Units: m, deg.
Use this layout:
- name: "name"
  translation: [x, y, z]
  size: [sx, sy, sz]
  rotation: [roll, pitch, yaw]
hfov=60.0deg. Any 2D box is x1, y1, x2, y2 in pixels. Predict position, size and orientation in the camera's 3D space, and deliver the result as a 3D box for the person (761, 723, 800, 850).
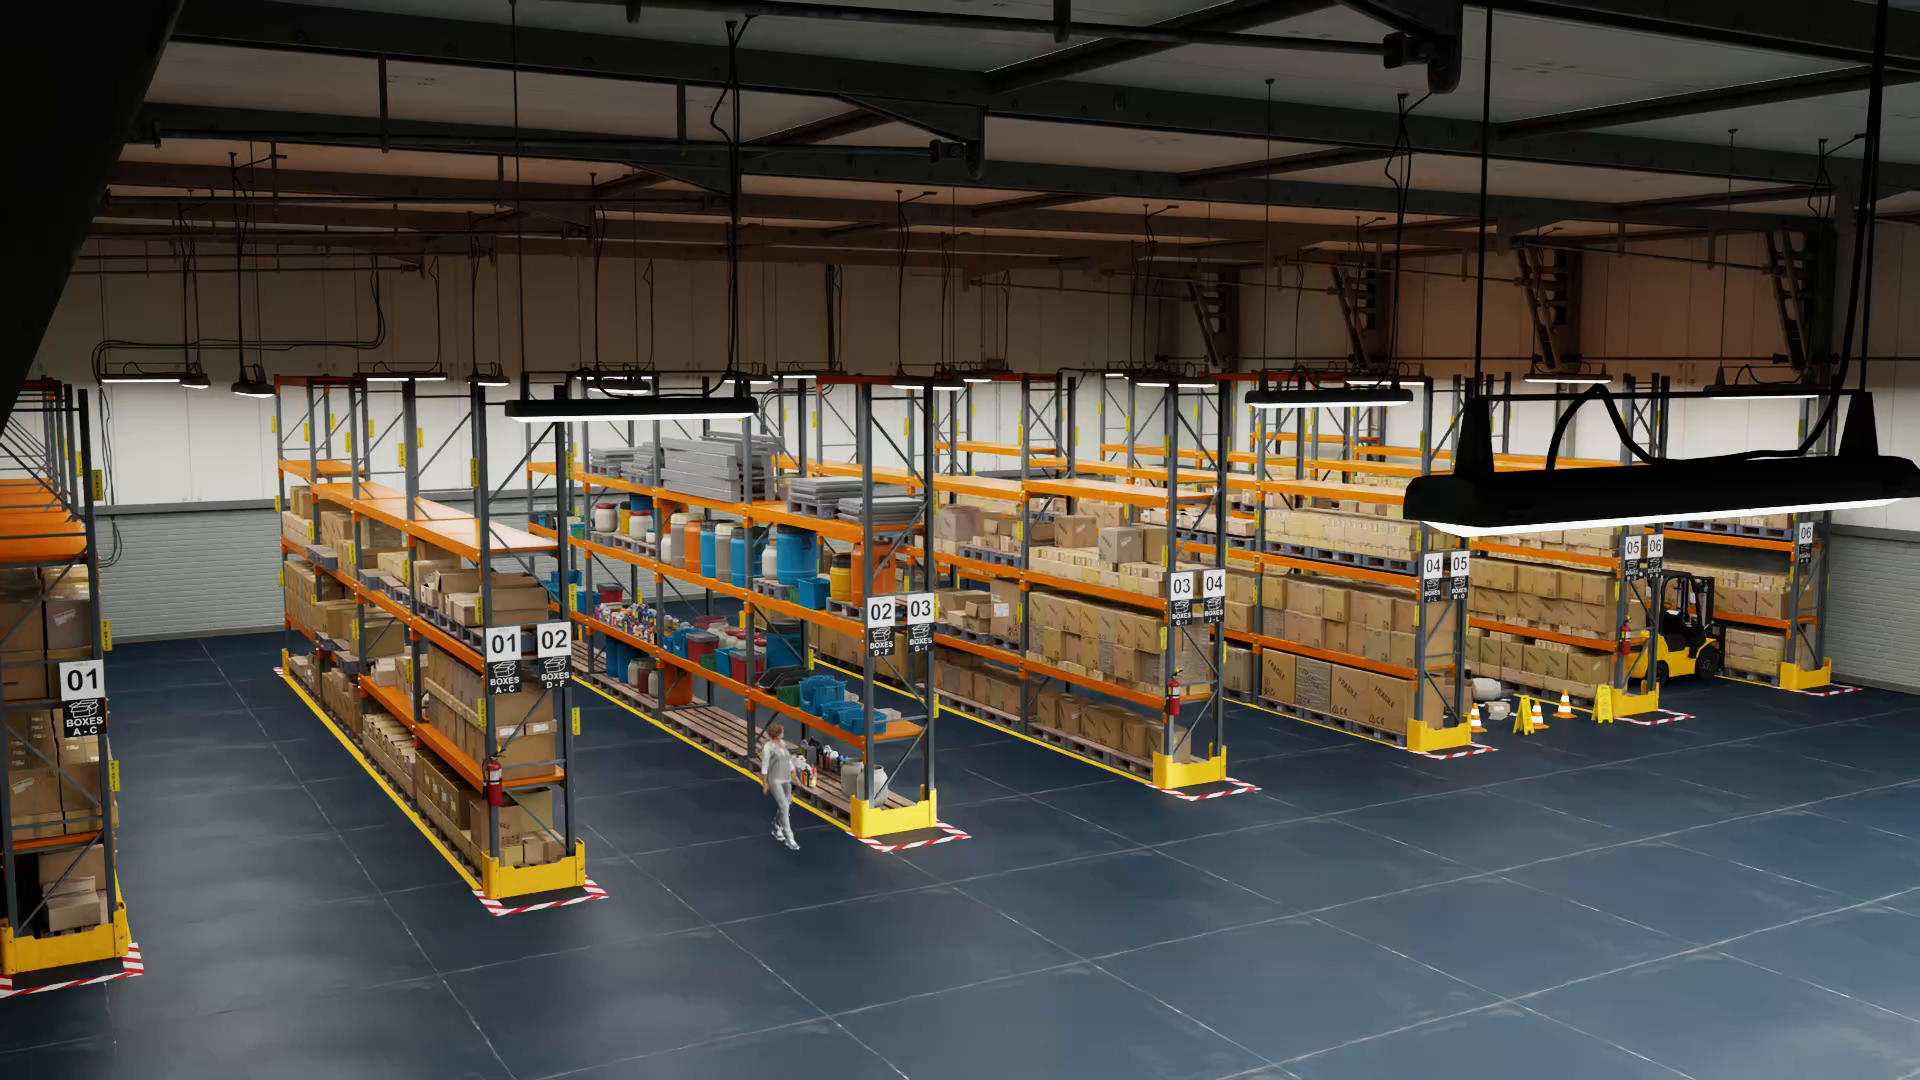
- name: "person"
  translation: [-2.275, 3.189, 21.707]
  size: [0.687, 1.576, 0.439]
  rotation: [5, 8, 36]
